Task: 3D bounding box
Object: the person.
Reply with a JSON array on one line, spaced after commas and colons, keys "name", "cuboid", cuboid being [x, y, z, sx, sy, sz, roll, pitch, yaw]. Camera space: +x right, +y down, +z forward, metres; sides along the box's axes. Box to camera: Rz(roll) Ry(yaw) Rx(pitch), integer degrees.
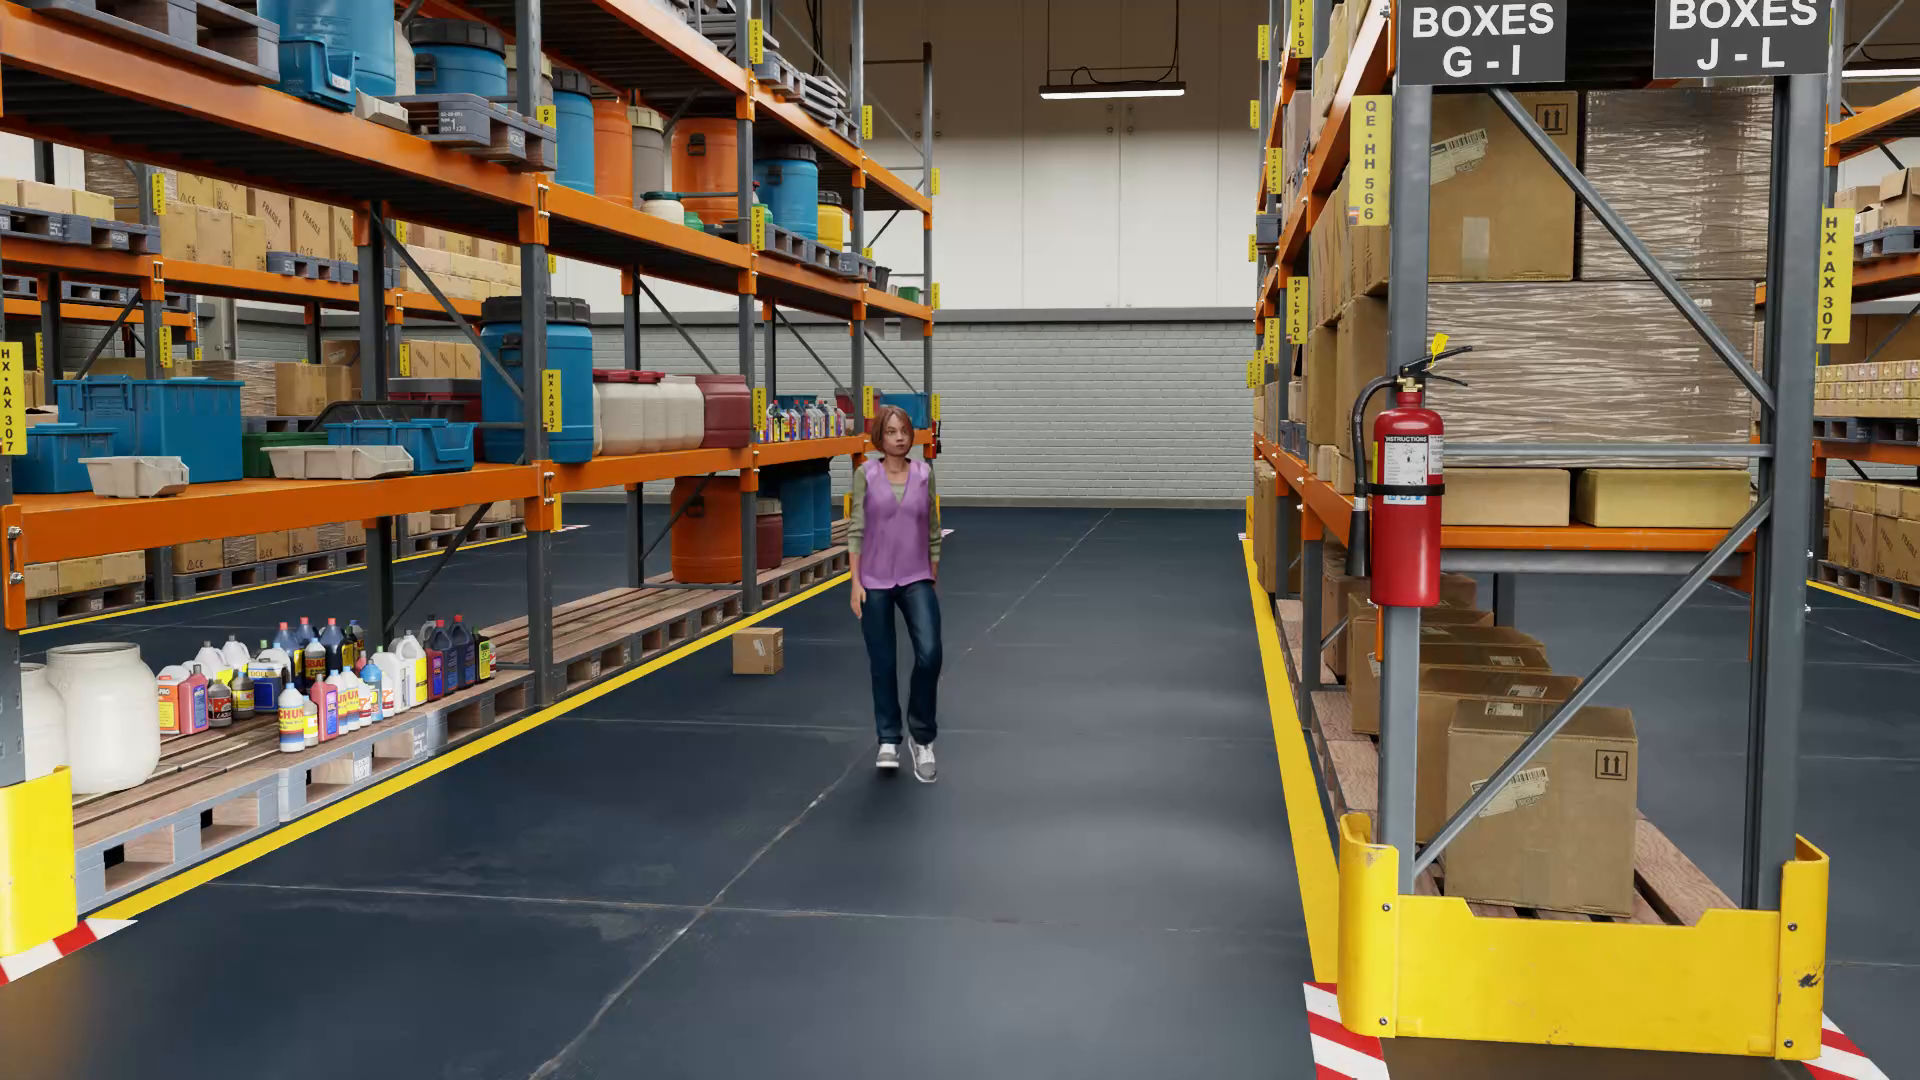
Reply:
[{"name": "person", "cuboid": [-0.277, 0.231, 7.218, 0.426, 1.629, 0.468, -1, 5, -8]}]
